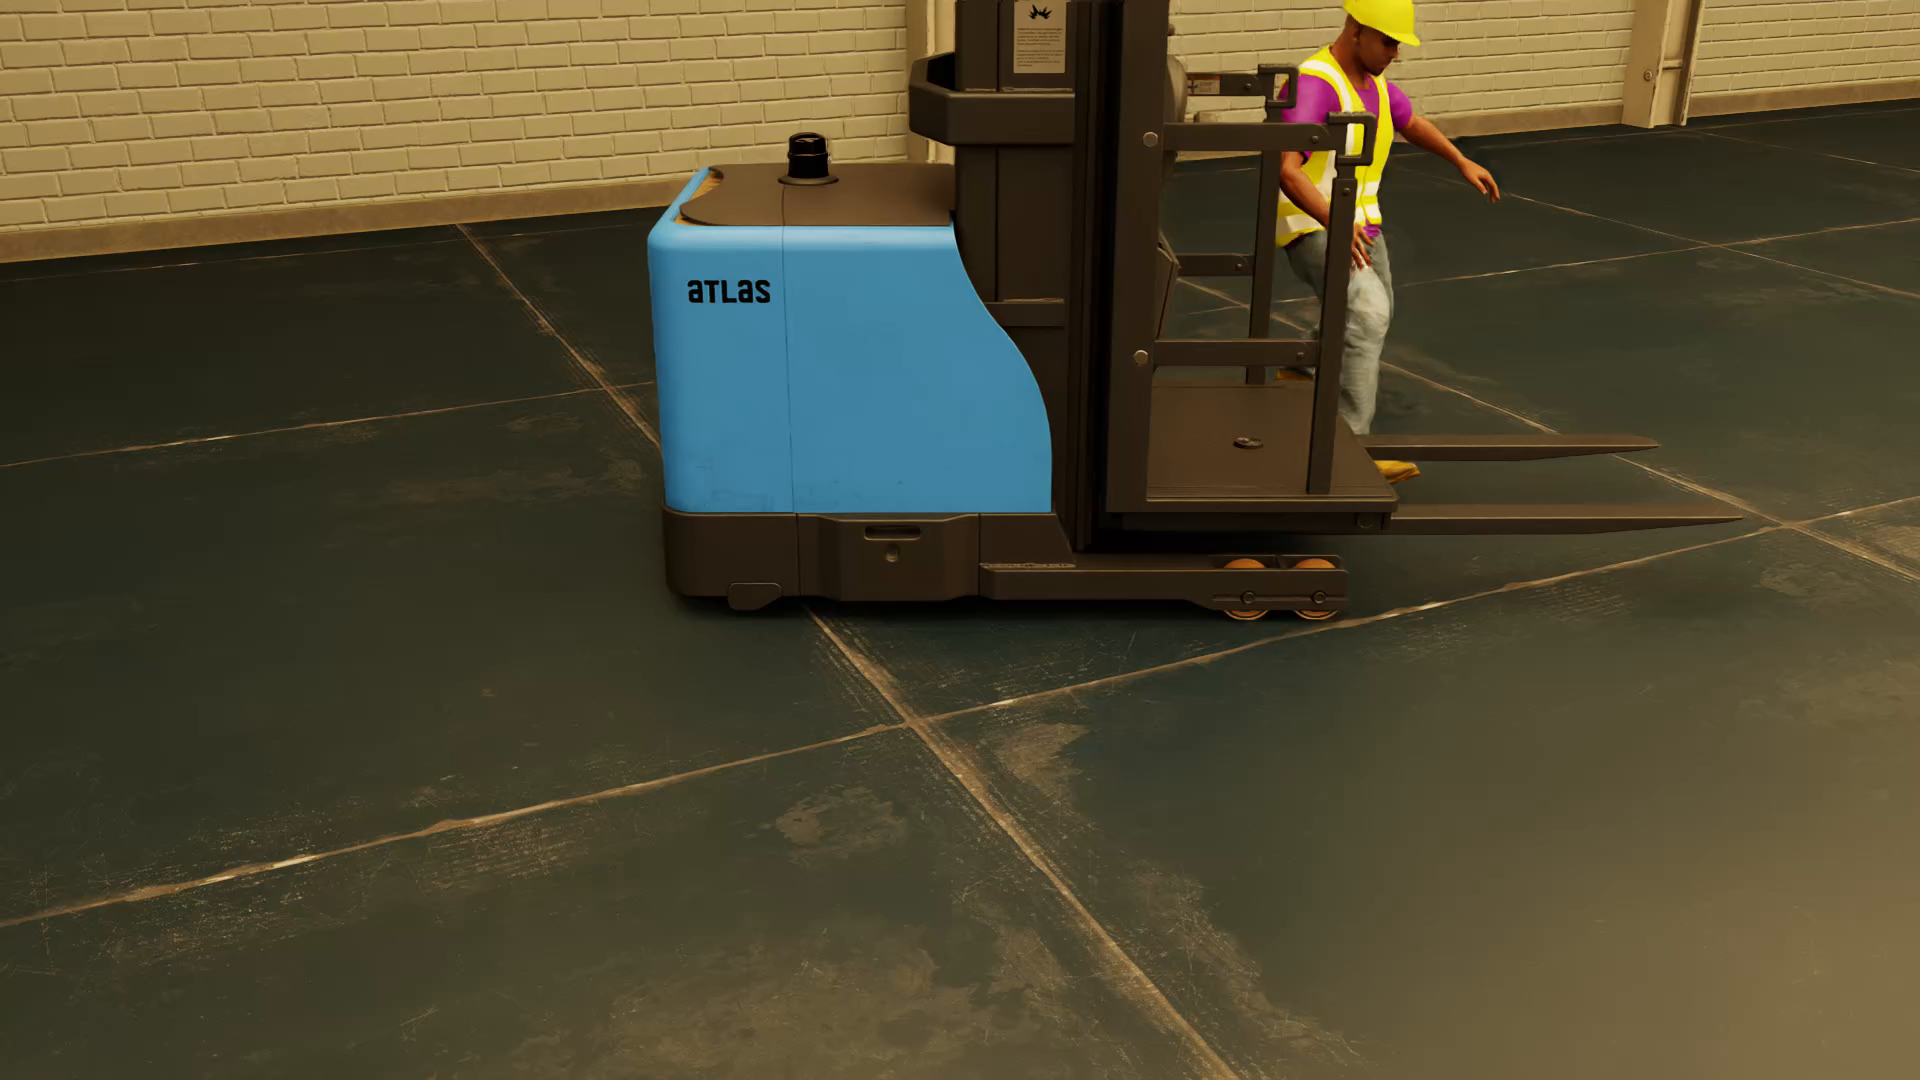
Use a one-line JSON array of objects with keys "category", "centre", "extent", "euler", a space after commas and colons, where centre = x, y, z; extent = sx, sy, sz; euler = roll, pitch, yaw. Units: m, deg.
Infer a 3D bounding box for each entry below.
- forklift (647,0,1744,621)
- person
[{"category": "forklift", "centre": [0.694, -1.336, 4.503], "extent": [3.031, 2.935, 1.130], "euler": [0, 23, 0]}, {"category": "person", "centre": [1.413, -1.098, 5.754], "extent": [0.987, 1.606, 1.055], "euler": [18, 29, 37]}]
